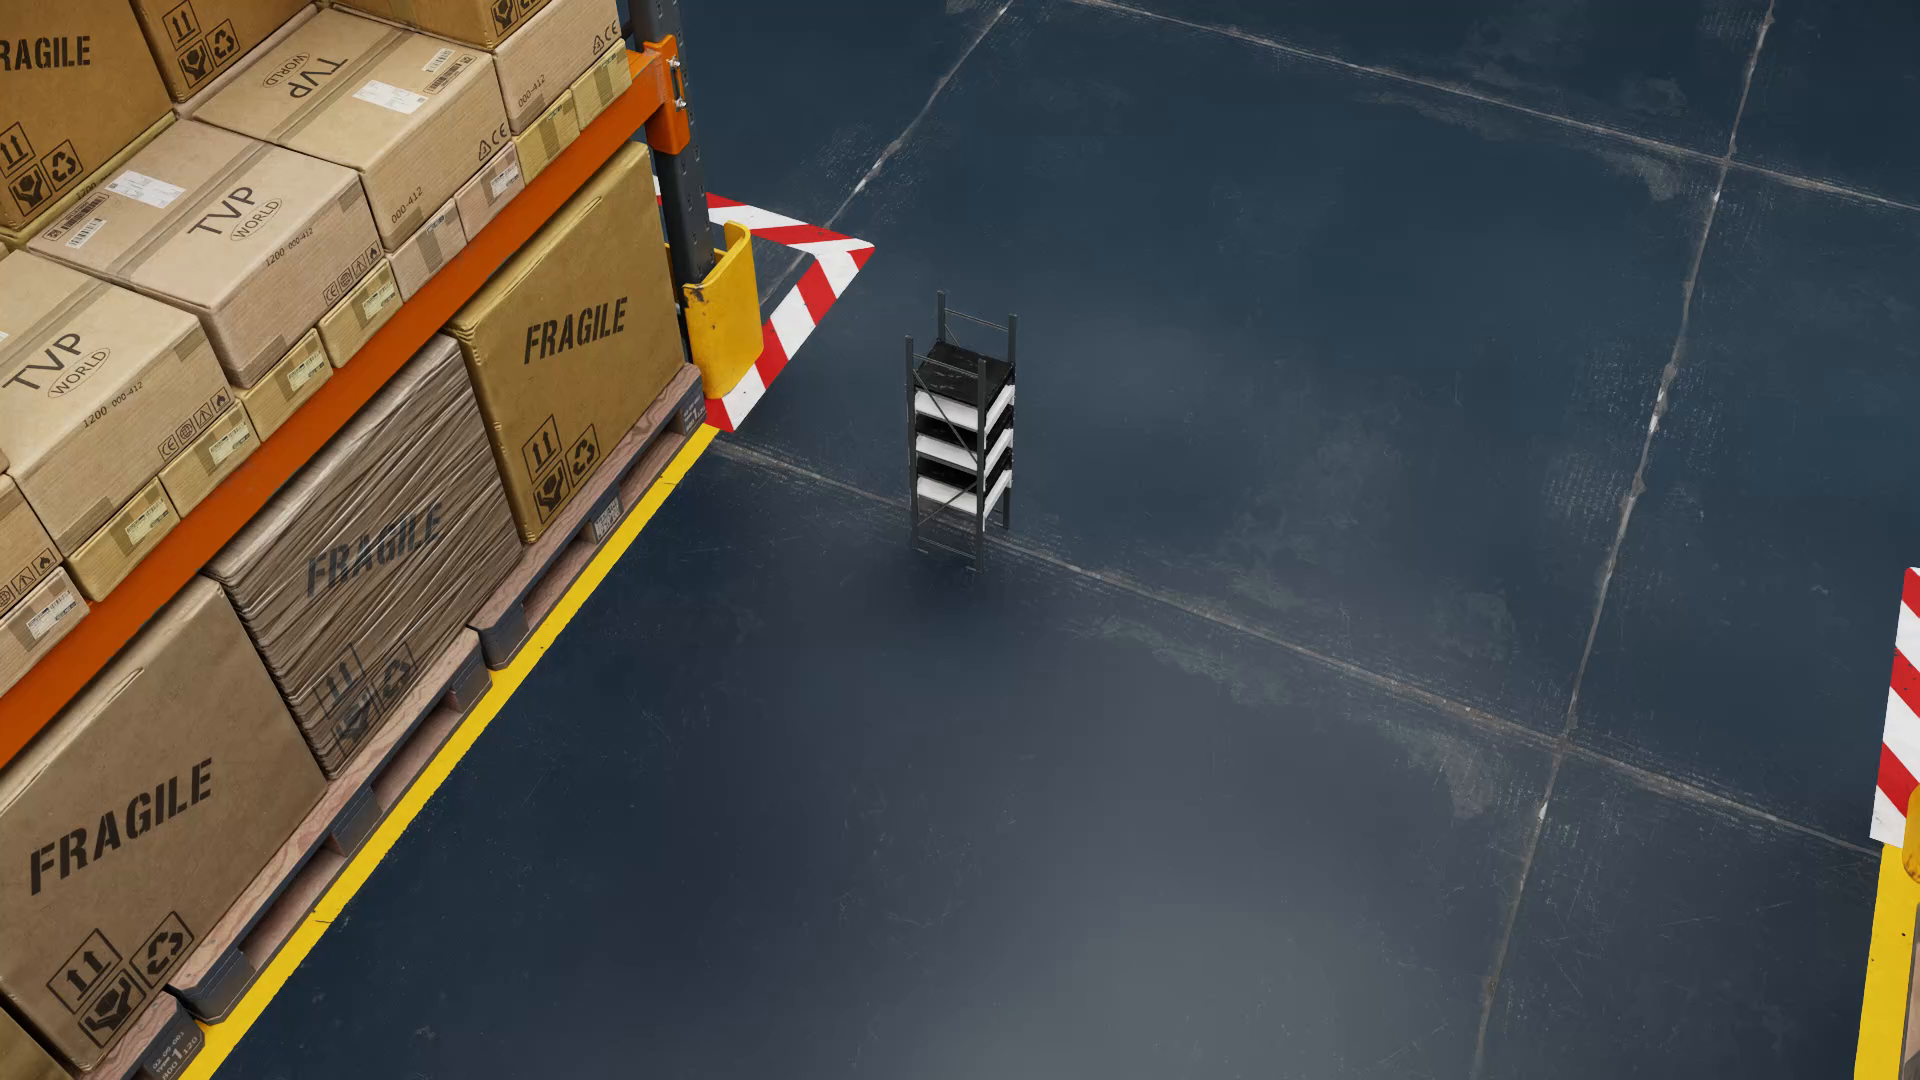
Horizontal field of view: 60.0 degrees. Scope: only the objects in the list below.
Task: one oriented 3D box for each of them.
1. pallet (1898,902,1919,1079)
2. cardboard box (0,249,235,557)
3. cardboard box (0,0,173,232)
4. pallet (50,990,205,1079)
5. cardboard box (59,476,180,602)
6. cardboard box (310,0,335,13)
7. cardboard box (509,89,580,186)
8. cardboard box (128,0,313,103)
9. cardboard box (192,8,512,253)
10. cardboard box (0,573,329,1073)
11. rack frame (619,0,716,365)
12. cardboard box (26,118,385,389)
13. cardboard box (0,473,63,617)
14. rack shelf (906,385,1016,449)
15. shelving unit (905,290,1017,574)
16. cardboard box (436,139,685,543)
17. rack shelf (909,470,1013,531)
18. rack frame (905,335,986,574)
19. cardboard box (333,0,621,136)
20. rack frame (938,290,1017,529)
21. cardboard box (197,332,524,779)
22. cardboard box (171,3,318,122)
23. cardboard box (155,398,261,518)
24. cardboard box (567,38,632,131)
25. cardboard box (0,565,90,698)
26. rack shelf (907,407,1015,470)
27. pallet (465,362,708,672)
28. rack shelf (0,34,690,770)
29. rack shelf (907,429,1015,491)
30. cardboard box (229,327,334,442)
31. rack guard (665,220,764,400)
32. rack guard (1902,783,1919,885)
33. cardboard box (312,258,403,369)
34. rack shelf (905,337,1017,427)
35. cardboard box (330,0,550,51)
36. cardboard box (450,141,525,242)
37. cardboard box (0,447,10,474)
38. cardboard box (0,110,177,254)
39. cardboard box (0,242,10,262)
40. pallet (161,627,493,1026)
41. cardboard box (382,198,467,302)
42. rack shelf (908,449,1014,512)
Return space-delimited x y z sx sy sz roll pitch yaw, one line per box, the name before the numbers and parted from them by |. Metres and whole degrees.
pallet | 2.753 1.462 3.867 1.003 0.211 1.213 20 52 16
cardboard box | -1.897 -0.293 3.433 0.500 0.250 0.500 20 52 16
cardboard box | -2.156 -1.070 3.602 0.500 0.500 0.500 19 52 15
pallet | -2.590 1.435 3.890 1.003 0.211 1.213 20 52 16
cardboard box | -1.894 -0.058 3.495 0.380 0.149 0.250 18 52 15
cardboard box | -1.726 -1.530 4.486 0.500 0.250 0.500 19 52 15
cardboard box | -1.241 -1.112 4.391 0.380 0.149 0.250 20 53 16
cardboard box | -1.940 -1.429 3.907 0.500 0.500 0.500 19 52 15
cardboard box | -1.461 -1.004 4.038 0.500 0.250 0.500 19 52 15
cardboard box | -2.247 0.534 3.946 0.875 0.875 0.875 20 52 16
rack frame | -1.277 -1.725 4.748 1.000 3.000 0.127 20 52 16
cardboard box | -1.678 -0.653 3.739 0.500 0.250 0.500 18 52 15
cardboard box | -2.115 0.044 3.146 0.500 0.250 0.500 21 53 17
rack shelf | 0.003 -0.392 4.800 0.258 0.077 0.200 20 52 16
shelving unit | 0.003 -0.297 4.912 0.258 0.900 0.210 20 52 16
cardboard box | -1.478 -0.706 5.000 0.875 0.875 0.875 20 52 16
rack shelf | 0.003 -0.159 5.075 0.258 0.077 0.200 20 52 16
rack frame | -0.040 -0.227 4.852 0.240 0.900 0.006 20 52 16
cardboard box | -1.244 -1.353 4.335 0.500 0.250 0.500 19 52 16
rack frame | 0.047 -0.367 4.972 0.240 0.900 0.006 20 52 16
cardboard box | -1.867 -0.079 4.467 0.875 0.875 0.875 20 52 16
cardboard box | -1.942 -1.170 4.179 0.500 0.250 0.500 19 52 16
cardboard box | -1.785 -0.239 3.648 0.380 0.149 0.250 21 53 17
cardboard box | -1.131 -1.291 4.544 0.380 0.149 0.250 21 53 17
cardboard box | -2.005 0.123 3.341 0.380 0.149 0.250 20 53 16
rack shelf | 0.003 -0.334 4.869 0.258 0.077 0.200 20 52 16
pallet | -1.548 -0.245 5.320 1.003 0.211 1.213 20 52 16
rack shelf | -2.131 -0.115 3.850 1.077 0.370 4.000 20 52 16
rack shelf | 0.003 -0.276 4.937 0.258 0.077 0.200 20 52 16
cardboard box | -1.677 -0.409 3.793 0.380 0.149 0.250 20 52 16
rack guard | -1.267 -0.931 5.714 1.175 0.500 0.348 20 52 16
rack guard | 3.132 0.821 4.223 1.175 0.500 0.348 20 52 16
cardboard box | -1.566 -0.587 3.945 0.380 0.149 0.250 19 52 15
rack shelf | 0.003 -0.451 4.732 0.258 0.077 0.200 20 52 16
cardboard box | -1.247 -1.595 4.048 0.500 0.500 0.500 20 53 17
cardboard box | -1.350 -0.938 4.244 0.380 0.149 0.250 20 52 16
cardboard box | -2.115 -0.204 2.865 0.500 0.500 0.500 18 52 15
cardboard box | -2.160 -0.825 3.886 0.500 0.250 0.500 18 52 15
cardboard box | -2.378 -0.464 3.579 0.500 0.250 0.500 19 52 15
pallet | -2.070 0.592 4.608 1.003 0.211 1.213 20 52 16
cardboard box | -1.457 -0.767 4.098 0.380 0.149 0.250 21 53 17
rack shelf | 0.003 -0.217 5.006 0.258 0.077 0.200 20 52 16
